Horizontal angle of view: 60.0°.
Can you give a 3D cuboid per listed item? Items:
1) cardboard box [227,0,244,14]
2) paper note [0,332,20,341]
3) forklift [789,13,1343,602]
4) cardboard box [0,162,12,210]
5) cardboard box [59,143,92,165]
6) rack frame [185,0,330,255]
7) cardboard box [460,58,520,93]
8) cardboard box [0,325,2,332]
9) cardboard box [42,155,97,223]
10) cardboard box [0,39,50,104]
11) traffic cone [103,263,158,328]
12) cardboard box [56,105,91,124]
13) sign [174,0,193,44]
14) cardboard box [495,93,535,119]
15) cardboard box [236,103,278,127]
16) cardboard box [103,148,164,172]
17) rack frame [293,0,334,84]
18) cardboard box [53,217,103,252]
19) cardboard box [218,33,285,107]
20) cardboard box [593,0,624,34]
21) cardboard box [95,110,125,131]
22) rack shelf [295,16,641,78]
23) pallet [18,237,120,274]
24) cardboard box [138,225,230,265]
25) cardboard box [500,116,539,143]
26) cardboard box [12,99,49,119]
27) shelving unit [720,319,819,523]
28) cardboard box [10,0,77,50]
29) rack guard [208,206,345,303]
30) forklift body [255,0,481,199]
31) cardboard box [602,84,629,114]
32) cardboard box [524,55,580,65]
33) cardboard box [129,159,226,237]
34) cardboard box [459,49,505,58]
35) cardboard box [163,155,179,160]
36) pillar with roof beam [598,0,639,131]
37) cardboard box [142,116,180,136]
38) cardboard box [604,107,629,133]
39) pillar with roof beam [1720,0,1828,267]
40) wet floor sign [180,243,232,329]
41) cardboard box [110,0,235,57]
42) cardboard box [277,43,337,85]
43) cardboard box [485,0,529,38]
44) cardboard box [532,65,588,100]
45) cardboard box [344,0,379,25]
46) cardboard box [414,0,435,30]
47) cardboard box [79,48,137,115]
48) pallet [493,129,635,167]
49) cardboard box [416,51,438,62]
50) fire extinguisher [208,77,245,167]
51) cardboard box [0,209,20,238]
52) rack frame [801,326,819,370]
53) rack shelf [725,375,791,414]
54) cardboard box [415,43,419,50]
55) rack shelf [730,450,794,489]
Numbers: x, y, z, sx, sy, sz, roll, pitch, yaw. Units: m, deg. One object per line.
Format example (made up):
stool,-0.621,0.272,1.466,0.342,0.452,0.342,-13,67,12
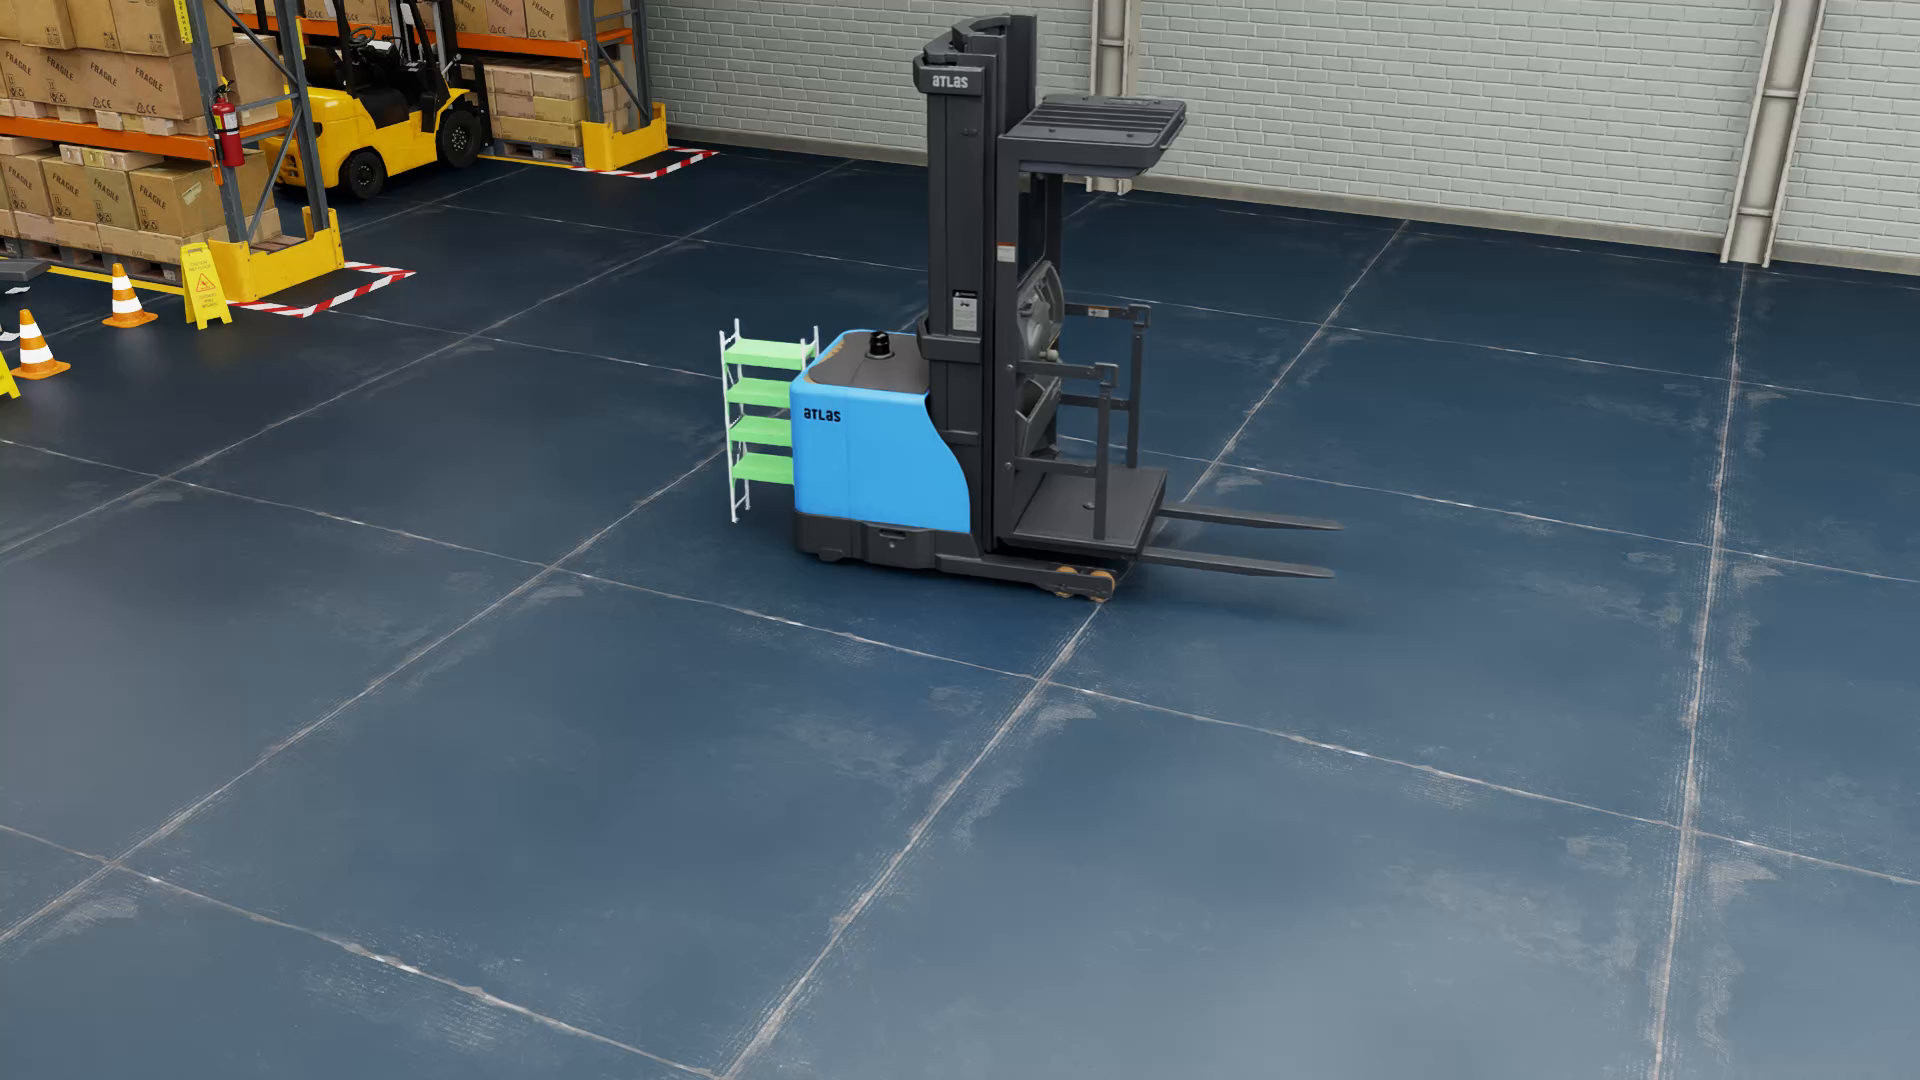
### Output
cardboard box,-8.340,-6.285,19.289,0.500,0.250,0.500,11,28,22
paper note,-7.408,-1.588,12.941,0.142,0.019,0.148,2,26,4
forklift,0.624,-1.239,8.948,3.031,2.935,1.130,7,27,14
cardboard box,-8.447,-3.260,14.765,0.500,0.500,0.500,13,29,24
cardboard box,-7.389,-3.308,14.126,0.250,0.149,0.380,13,29,24
rack frame,-5.723,-3.547,13.559,0.127,3.000,1.000,11,28,22
cardboard box,-5.151,-5.085,18.189,0.500,0.250,0.500,12,29,22
cardboard box,-7.752,-1.696,13.026,0.380,0.149,0.250,-18,31,-31
cardboard box,-7.493,-3.069,14.377,0.500,0.500,0.500,11,28,21
cardboard box,-7.693,-4.001,14.030,0.500,0.500,0.500,12,29,22
traffic cone,-6.649,-1.969,13.226,0.334,0.463,0.336,11,28,22
cardboard box,-7.345,-3.623,13.997,0.250,0.149,0.380,11,28,21
sign,-5.971,-3.989,12.788,0.005,0.325,0.100,11,28,22
cardboard box,-4.696,-4.782,18.139,0.500,0.250,0.500,11,28,21
cardboard box,-5.947,-3.580,13.910,0.250,0.149,0.380,11,28,22
cardboard box,-6.922,-3.211,13.931,0.250,0.149,0.380,12,29,23
rack frame,-7.313,-6.275,19.100,0.127,3.000,1.000,11,28,22
cardboard box,-7.517,-2.733,14.543,0.500,0.250,0.500,10,28,20
cardboard box,-6.040,-3.924,13.874,0.500,0.500,0.500,11,28,21
cardboard box,-4.008,-5.791,18.003,0.500,0.500,0.500,12,29,23
cardboard box,-6.900,-3.509,13.766,0.250,0.149,0.380,12,29,23
rack shelf,-5.492,-5.587,18.516,4.000,0.370,1.077,11,28,22
pallet,-7.624,-2.697,14.988,1.213,0.211,1.003,11,28,22
cardboard box,-6.592,-2.546,14.163,0.500,0.250,0.500,11,28,22
cardboard box,-4.679,-4.552,18.238,0.500,0.250,0.500,11,28,22
cardboard box,-7.809,-3.707,14.168,0.250,0.149,0.380,11,28,22
shelving unit,-1.089,-0.666,9.744,0.503,1.200,0.258,7,27,14
cardboard box,-7.243,-4.327,13.562,0.500,0.500,0.700,11,28,21
rack guard,-5.792,-2.440,14.140,0.348,0.500,1.175,11,28,22
forklift body,-6.153,-4.776,17.016,1.214,2.155,2.313,11,28,22
cardboard box,-4.014,-4.893,18.363,0.500,0.250,0.500,12,29,23
cardboard box,-4.487,-5.201,18.424,0.500,0.250,0.500,11,28,22
cardboard box,-6.560,-2.880,13.993,0.500,0.500,0.500,12,28,22
cardboard box,-5.402,-5.393,18.814,0.500,0.250,0.500,11,28,21
cardboard box,-6.843,-3.195,14.633,0.500,0.500,0.500,10,28,20
pillar with roof beam,-5.715,-6.994,13.768,0.400,9.000,9.100,11,28,22
cardboard box,-6.429,-3.419,13.582,0.250,0.149,0.380,11,28,21
cardboard box,-4.038,-4.667,18.471,0.500,0.250,0.500,11,28,22
pillar with roof beam,5.209,-4.800,9.312,0.400,9.000,9.100,11,28,22
wet floor sign,-5.993,-2.026,13.135,0.232,0.644,0.267,23,35,39
cardboard box,-6.279,-4.180,13.262,0.500,0.500,0.700,11,28,21
cardboard box,-7.793,-5.489,19.716,0.625,0.625,0.875,13,29,24
cardboard box,-4.697,-5.672,17.761,0.500,0.500,0.500,12,29,23
cardboard box,-4.220,-4.906,17.825,0.500,0.250,0.500,12,29,24
cardboard box,-6.536,-6.045,18.520,0.500,0.500,0.500,12,29,23
cardboard box,-5.626,-5.853,18.129,0.500,0.500,0.500,12,28,22
cardboard box,-6.785,-3.808,13.638,0.500,0.500,0.500,11,28,22
pallet,-4.385,-4.416,18.480,1.213,0.211,1.003,11,28,22
cardboard box,-6.084,-5.280,18.584,0.500,0.250,0.500,12,29,24
fire extinguisher,-5.810,-3.306,13.158,0.183,0.674,0.296,11,28,22
cardboard box,-8.448,-2.924,14.931,0.500,0.250,0.500,13,29,25
rack frame,-0.854,-0.637,9.686,0.015,1.200,0.240,7,27,14
rack shelf,-1.089,-0.824,9.666,0.480,0.148,0.258,7,27,14
cardboard box,-6.318,-5.580,19.193,0.500,0.250,0.500,11,28,21
rack shelf,-1.089,-0.393,9.878,0.480,0.148,0.258,7,27,14
